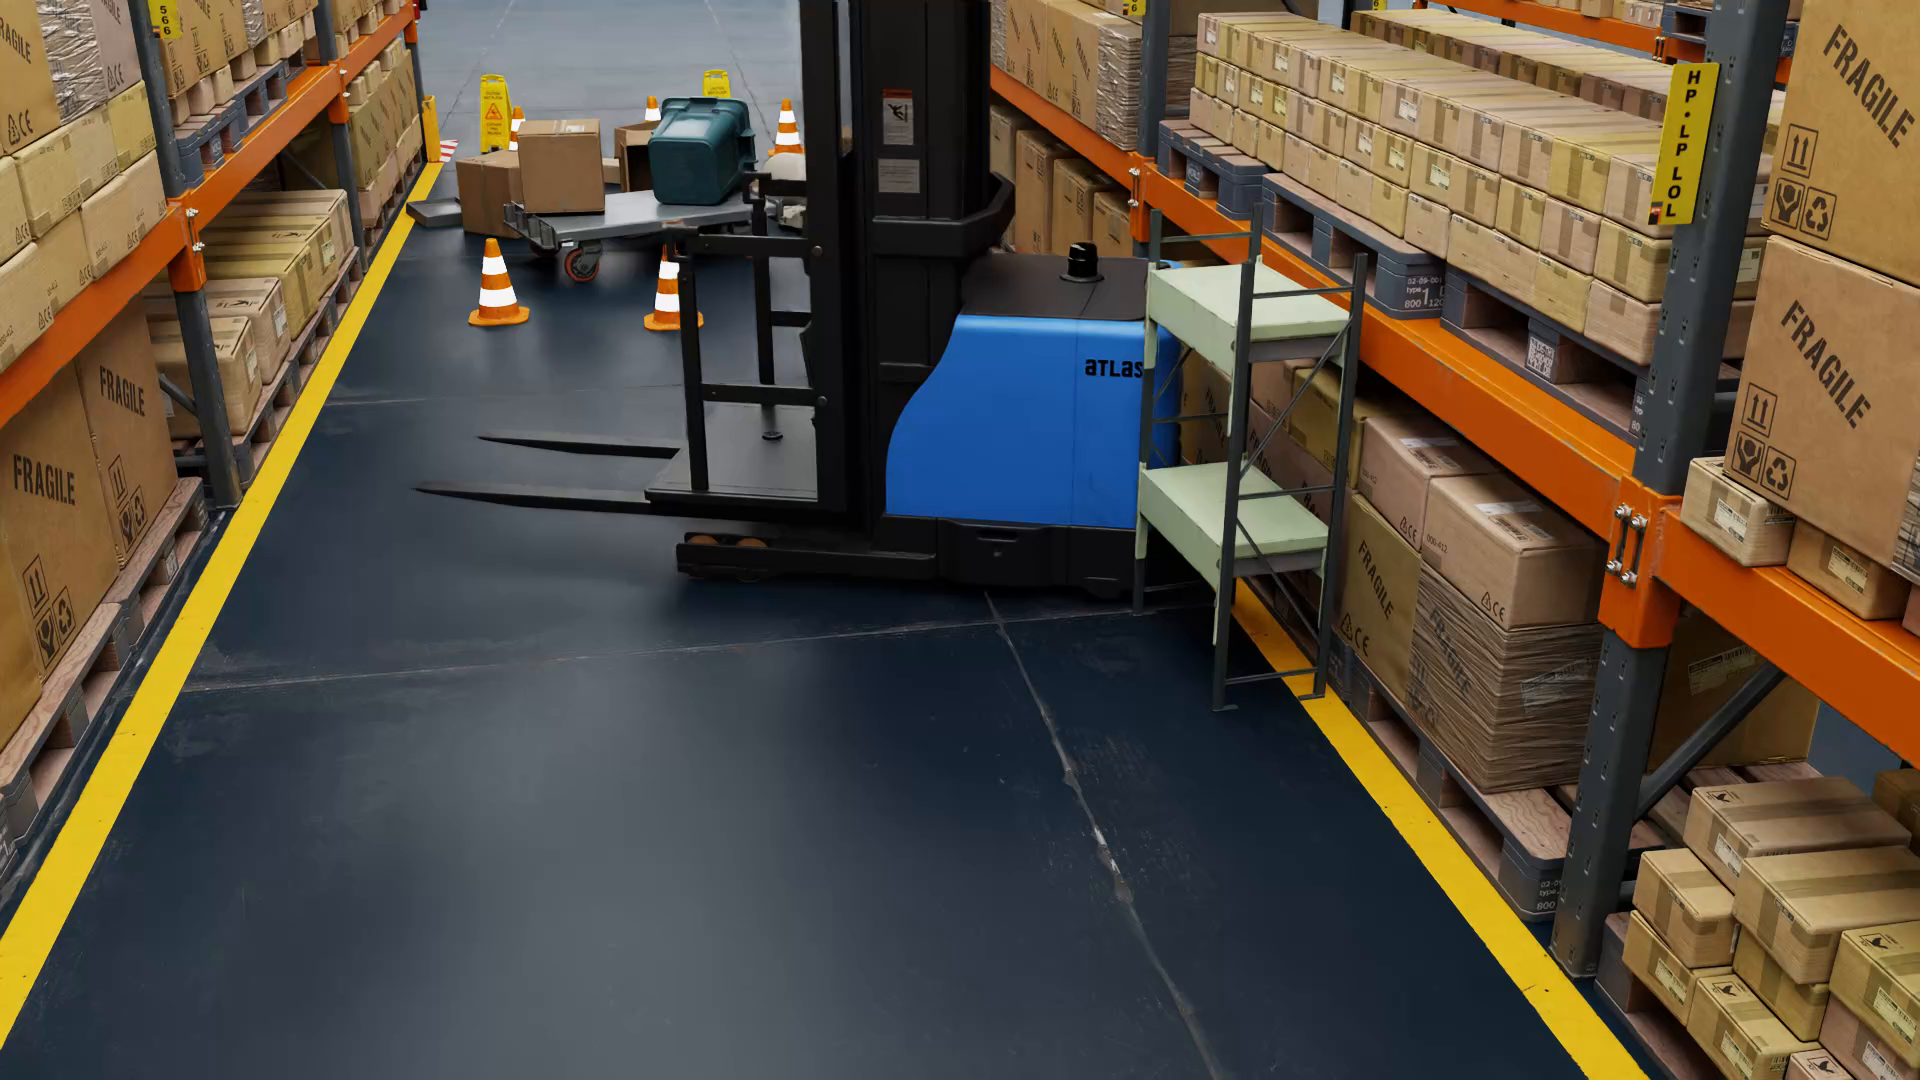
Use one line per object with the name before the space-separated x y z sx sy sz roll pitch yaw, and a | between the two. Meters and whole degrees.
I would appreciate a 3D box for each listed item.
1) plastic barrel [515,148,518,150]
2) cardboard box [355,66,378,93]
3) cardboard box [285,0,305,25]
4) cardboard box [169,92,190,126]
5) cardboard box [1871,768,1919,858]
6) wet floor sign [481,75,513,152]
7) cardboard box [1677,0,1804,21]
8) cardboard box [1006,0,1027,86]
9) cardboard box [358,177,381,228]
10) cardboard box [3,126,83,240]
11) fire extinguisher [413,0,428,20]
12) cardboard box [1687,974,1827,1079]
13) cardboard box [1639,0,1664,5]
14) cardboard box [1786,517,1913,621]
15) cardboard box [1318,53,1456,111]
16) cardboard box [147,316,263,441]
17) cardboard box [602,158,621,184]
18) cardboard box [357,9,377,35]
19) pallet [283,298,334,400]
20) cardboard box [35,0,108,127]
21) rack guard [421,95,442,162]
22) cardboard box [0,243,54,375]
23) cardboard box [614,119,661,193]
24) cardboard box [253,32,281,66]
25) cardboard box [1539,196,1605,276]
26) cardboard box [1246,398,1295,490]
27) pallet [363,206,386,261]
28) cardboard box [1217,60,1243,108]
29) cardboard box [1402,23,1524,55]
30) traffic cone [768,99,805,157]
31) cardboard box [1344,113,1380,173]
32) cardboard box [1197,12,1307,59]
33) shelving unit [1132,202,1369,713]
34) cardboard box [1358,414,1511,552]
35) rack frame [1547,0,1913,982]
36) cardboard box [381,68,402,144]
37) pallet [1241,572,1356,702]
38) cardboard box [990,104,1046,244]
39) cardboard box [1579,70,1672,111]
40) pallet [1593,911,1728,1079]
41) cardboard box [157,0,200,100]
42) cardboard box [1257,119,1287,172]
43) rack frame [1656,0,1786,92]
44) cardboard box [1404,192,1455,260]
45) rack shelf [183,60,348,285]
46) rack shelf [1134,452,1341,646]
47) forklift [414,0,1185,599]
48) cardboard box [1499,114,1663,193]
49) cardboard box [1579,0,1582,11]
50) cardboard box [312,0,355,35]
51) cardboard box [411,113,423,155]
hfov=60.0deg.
plastic barrel | -3.170 -2.753 12.525 0.512 0.421 0.421 13 27 27
cardboard box | -4.205 -3.142 11.359 0.380 0.149 0.250 -3 24 -8
cardboard box | -3.896 -3.076 9.024 0.500 0.500 0.500 -4 24 -9
cardboard box | -3.457 -1.820 6.959 0.380 0.149 0.250 -6 24 -13
cardboard box | 2.347 0.642 3.827 0.380 0.149 0.250 -4 24 -8
wet floor sign | -4.024 -3.709 14.437 0.267 0.644 0.232 4 24 9
cardboard box | 5.448 -3.939 10.747 1.000 1.000 1.000 -4 24 -9
cardboard box | 0.562 -2.891 9.496 0.500 0.500 0.500 -4 24 -10
cardboard box | -4.144 -2.245 11.054 0.500 0.250 0.500 -5 24 -12
cardboard box | -3.008 -1.075 5.026 0.500 0.250 0.500 -5 24 -11
fire extinguisher | -4.608 -4.678 13.810 0.296 0.674 0.183 -4 24 -10
cardboard box | 1.826 1.065 3.600 0.380 0.149 0.250 -4 24 -8
cardboard box | 5.416 -4.158 12.026 0.875 0.500 0.500 -4 24 -10
cardboard box | 1.877 0.027 3.255 0.380 0.149 0.250 -4 24 -8
cardboard box | 1.425 -1.531 5.553 0.380 0.149 0.250 -4 24 -8
cardboard box | -3.655 -0.699 7.361 0.950 0.372 0.625 -6 24 -13
cardboard box | -2.813 -2.962 13.346 0.380 0.149 0.250 8 25 18
cardboard box | -4.271 -3.597 11.553 0.380 0.149 0.250 -4 24 -9
pallet | -3.926 -0.996 8.767 1.003 0.211 1.213 -4 24 -10
cardboard box | -3.105 -1.606 5.306 0.500 0.500 0.500 -4 24 -9
rack guard | -5.026 -3.459 14.045 1.175 0.500 0.348 -4 24 -10
cardboard box | -2.903 -0.642 4.659 0.500 0.250 0.500 -5 24 -11
cardboard box | -2.227 -2.987 12.960 0.637 0.503 0.797 18 29 36
cardboard box | -3.759 -2.554 8.639 0.380 0.149 0.250 -4 24 -10
cardboard box | 1.707 -0.779 4.204 0.380 0.149 0.250 -4 24 -9
cardboard box | 1.361 -0.244 6.160 0.500 0.500 0.500 -5 24 -11
pallet | -4.459 -2.045 11.168 1.003 0.211 1.213 -4 24 -10
cardboard box | 1.230 -1.796 6.532 0.380 0.149 0.250 -3 24 -7
cardboard box | 1.919 -1.883 6.359 0.380 0.149 0.250 -4 24 -8
traffic cone | -1.491 -3.564 14.332 0.336 0.463 0.334 -4 24 -10
cardboard box | 1.471 -1.290 5.374 0.380 0.149 0.250 -3 24 -8
cardboard box | 1.181 -2.046 6.732 0.380 0.149 0.250 -4 24 -10
shelving unit | 0.924 -0.286 5.531 0.431 1.500 0.755 -6 24 -14
cardboard box | 1.557 -0.188 5.095 0.500 0.250 0.500 -3 24 -7
rack frame | 2.025 -0.320 3.736 1.000 3.000 0.127 -4 24 -10
cardboard box | -4.449 -3.210 12.327 0.500 0.500 0.500 -5 24 -11
pallet | 1.651 0.171 6.096 1.003 0.211 1.213 -4 24 -10
cardboard box | 0.749 -2.391 10.763 1.050 0.750 0.750 -4 24 -10
cardboard box | 2.164 -1.368 5.180 0.380 0.149 0.250 -3 24 -8
pallet | 2.184 1.219 3.695 1.003 0.211 1.213 -4 24 -10
cardboard box | -3.416 -2.056 6.689 0.500 0.500 0.500 -5 24 -11
cardboard box | 1.321 -1.462 6.140 0.380 0.149 0.250 -3 24 -7
rack frame | 5.439 -3.794 11.690 1.000 3.000 0.127 -4 24 -10
cardboard box | 1.561 -0.947 4.960 0.380 0.149 0.250 -5 24 -12
rack shelf | -3.931 -1.945 8.353 1.077 0.370 4.000 -4 24 -10
rack shelf | 0.924 0.013 5.662 0.431 0.370 0.720 -6 24 -14
forklift | -0.643 -1.384 6.256 3.031 2.935 1.130 4 24 8
cardboard box | 1.662 -1.021 4.386 0.380 0.149 0.250 -5 24 -11
cardboard box | 5.014 -4.142 12.800 0.380 0.149 0.250 -4 24 -10
cardboard box | -4.108 -3.437 10.375 0.500 0.500 0.500 -4 24 -10
cardboard box | -4.622 -3.259 13.375 0.500 0.250 0.500 -4 24 -10
